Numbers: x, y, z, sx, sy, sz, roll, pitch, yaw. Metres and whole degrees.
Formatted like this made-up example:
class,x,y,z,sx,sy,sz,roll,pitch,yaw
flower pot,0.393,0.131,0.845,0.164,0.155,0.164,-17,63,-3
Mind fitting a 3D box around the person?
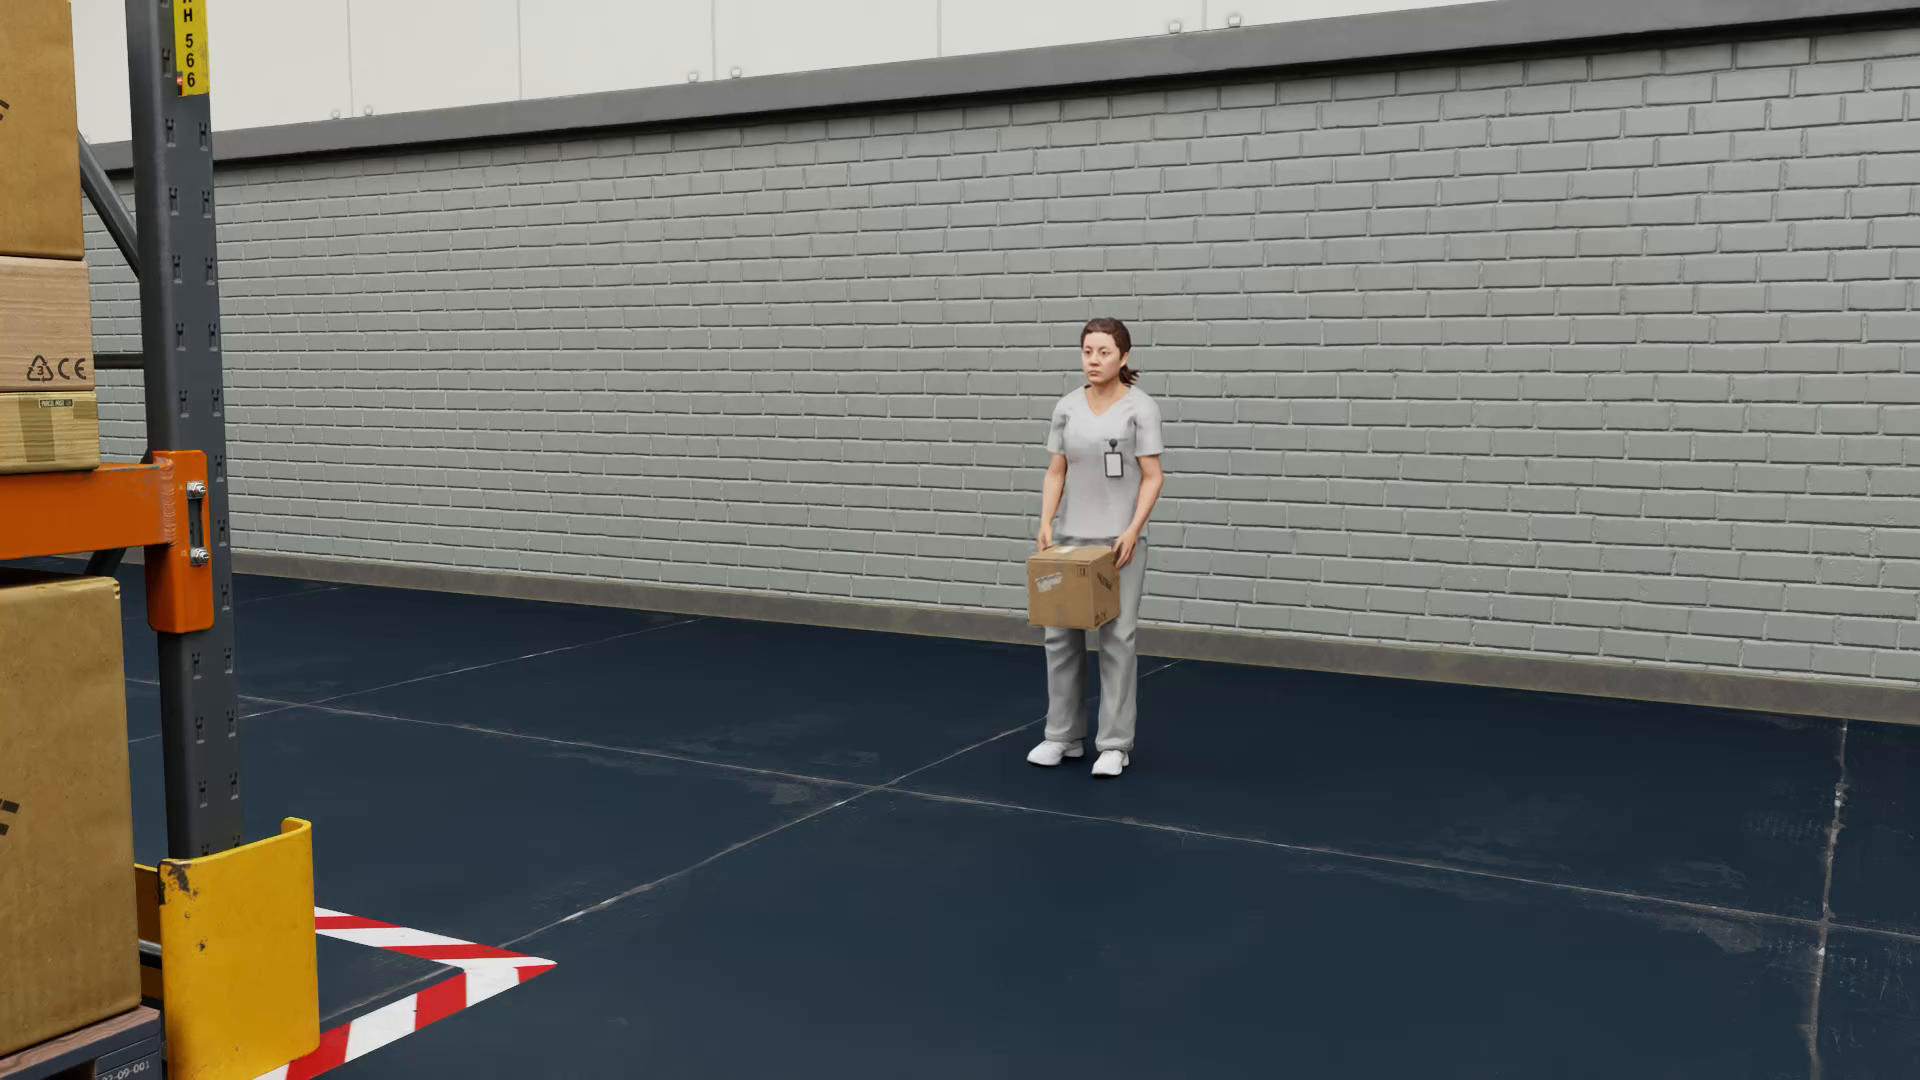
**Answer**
class,x,y,z,sx,sy,sz,roll,pitch,yaw
person,0.512,0.015,6.174,0.467,1.676,0.420,3,7,27
